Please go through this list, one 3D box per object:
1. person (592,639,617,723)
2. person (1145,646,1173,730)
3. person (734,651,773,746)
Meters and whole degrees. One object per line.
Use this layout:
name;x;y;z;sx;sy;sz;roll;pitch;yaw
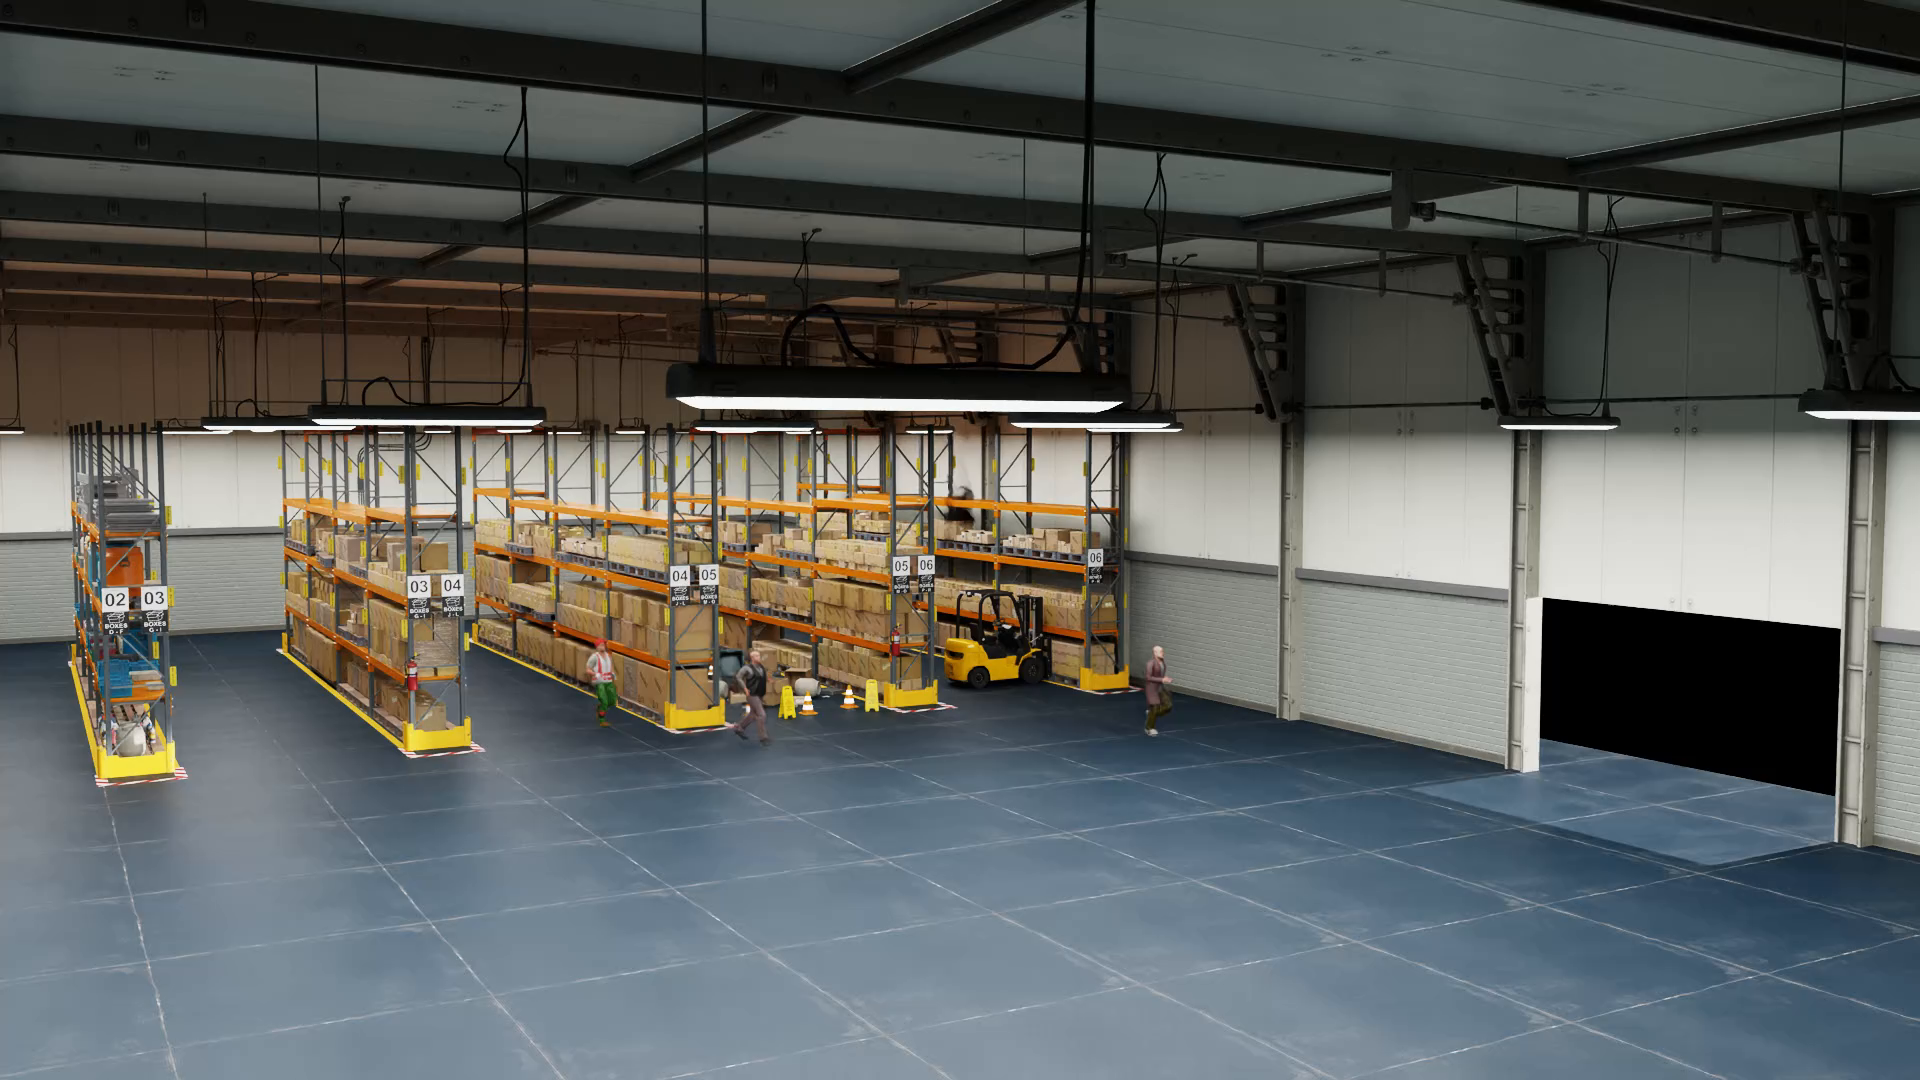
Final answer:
person;-7.065;2.791;32.905;0.570;1.682;0.508;3;5;40
person;3.814;2.850;31.837;0.704;1.654;0.761;3;5;43
person;-3.834;2.941;31.063;0.877;1.759;0.638;2;4;25
